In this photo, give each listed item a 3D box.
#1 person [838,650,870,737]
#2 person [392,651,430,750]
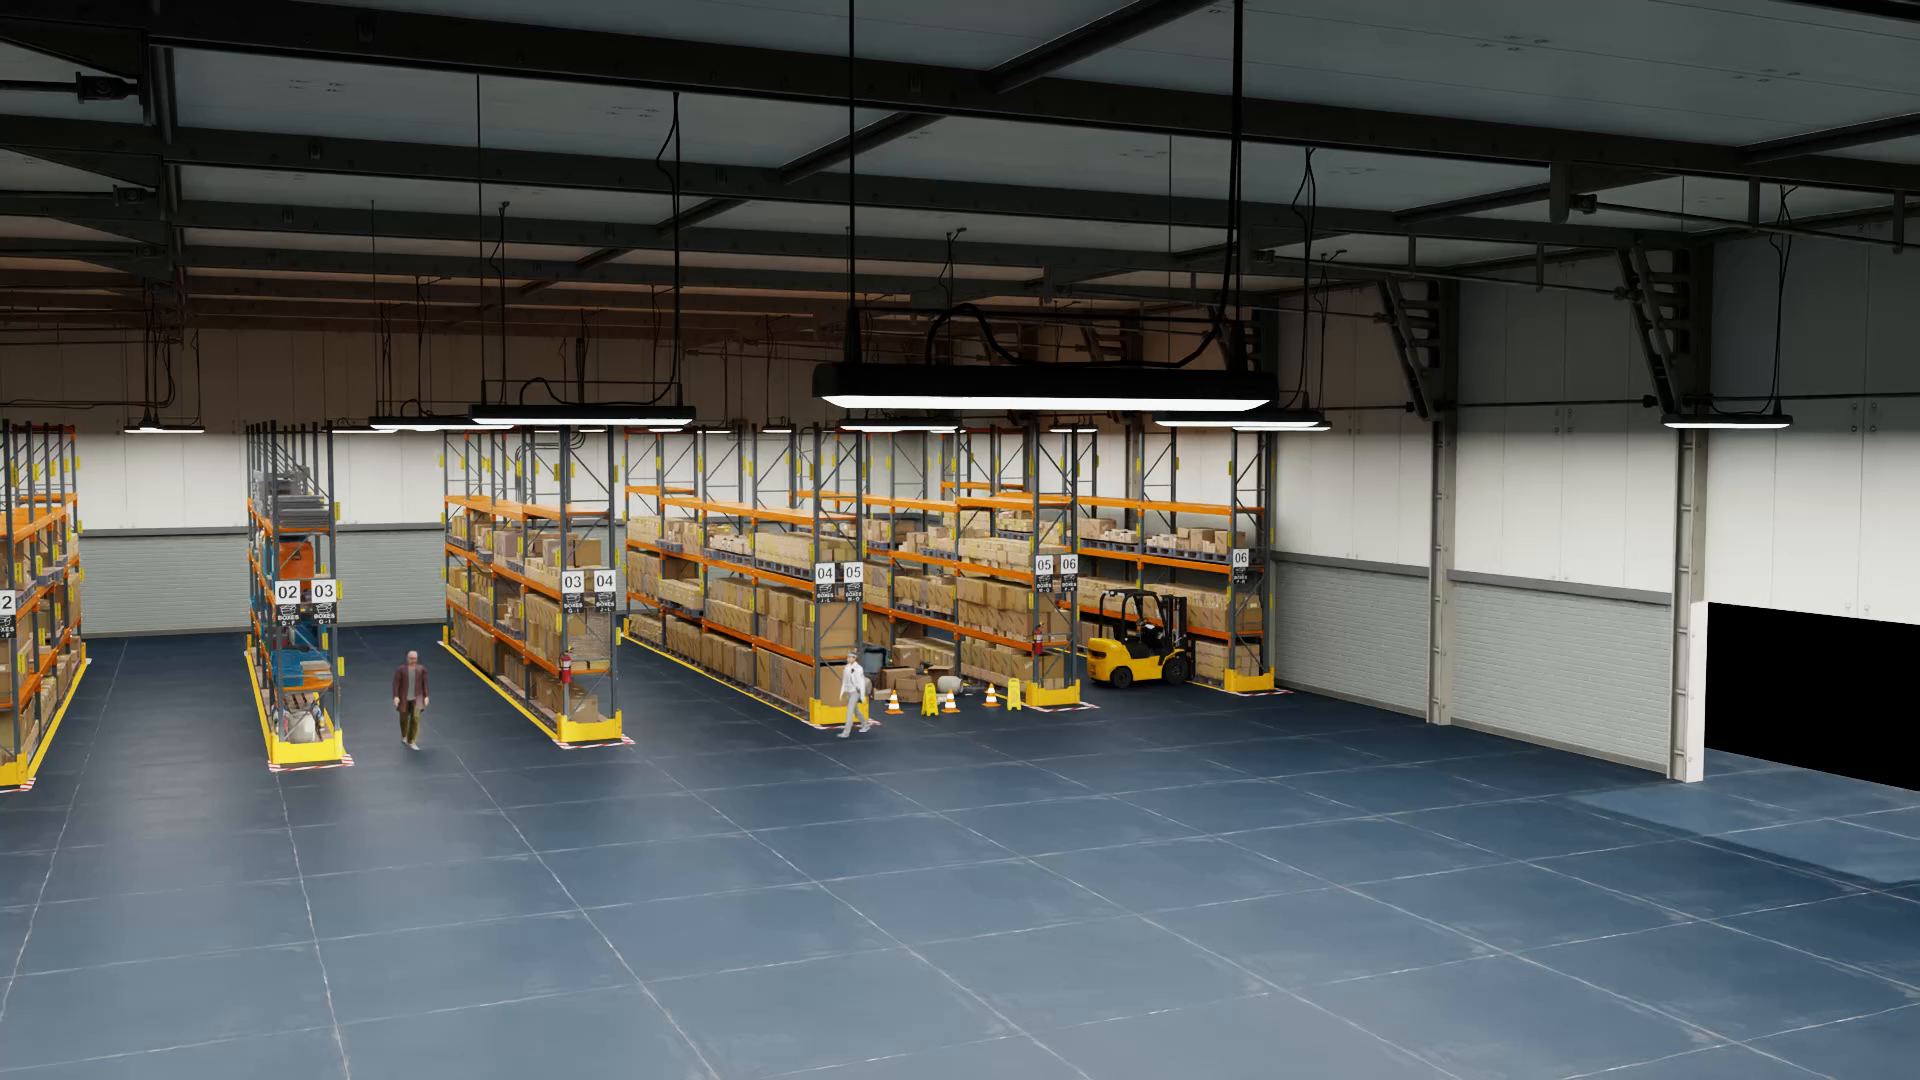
[{"bbox_3d":[-2.047,2.912,31.752,0.894,1.647,0.498,-3,5,-39],"label":"person"},{"bbox_3d":[-10.117,2.949,30.669,0.675,1.795,0.791,-2,4,-25],"label":"person"}]
